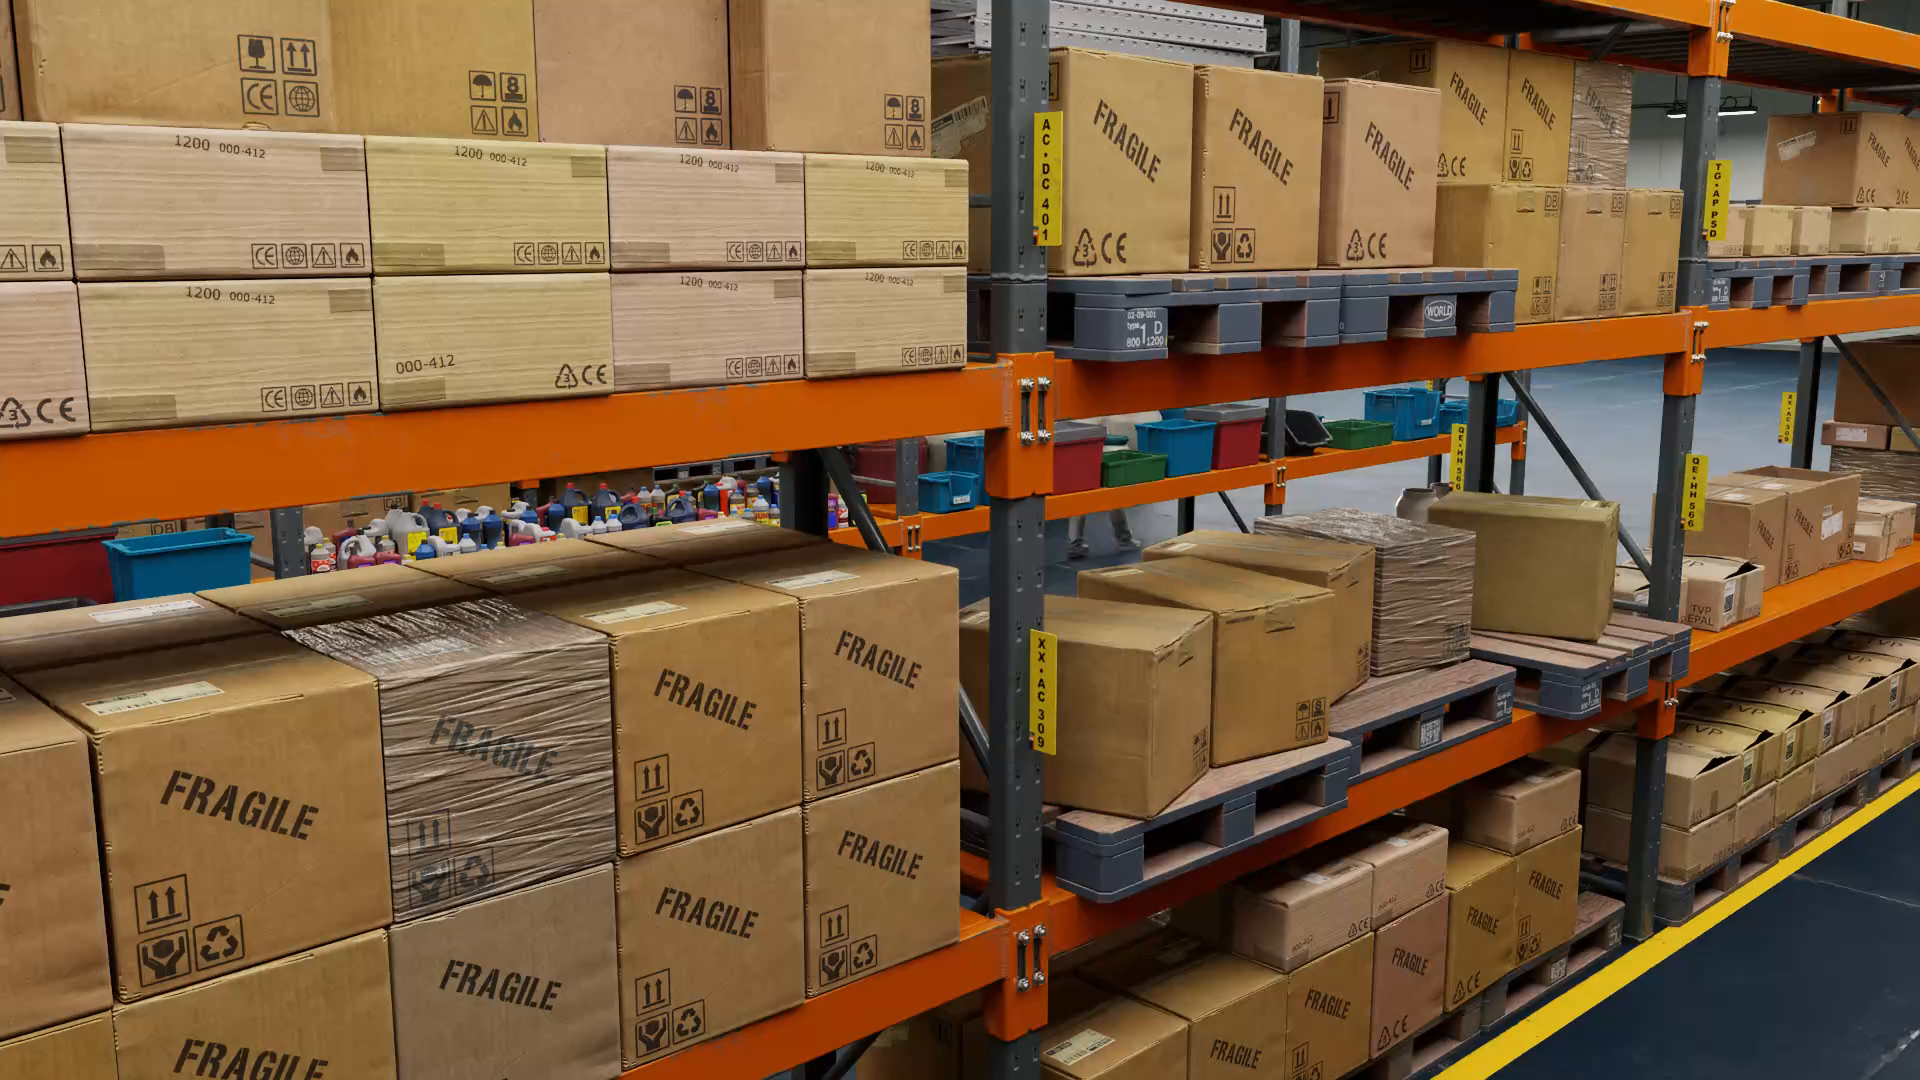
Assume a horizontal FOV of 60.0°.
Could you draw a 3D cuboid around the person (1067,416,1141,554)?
[{"bbox_3d":[1.396,-0.754,16.361,0.536,1.730,0.950,9,14,40],"label":"person"}]
